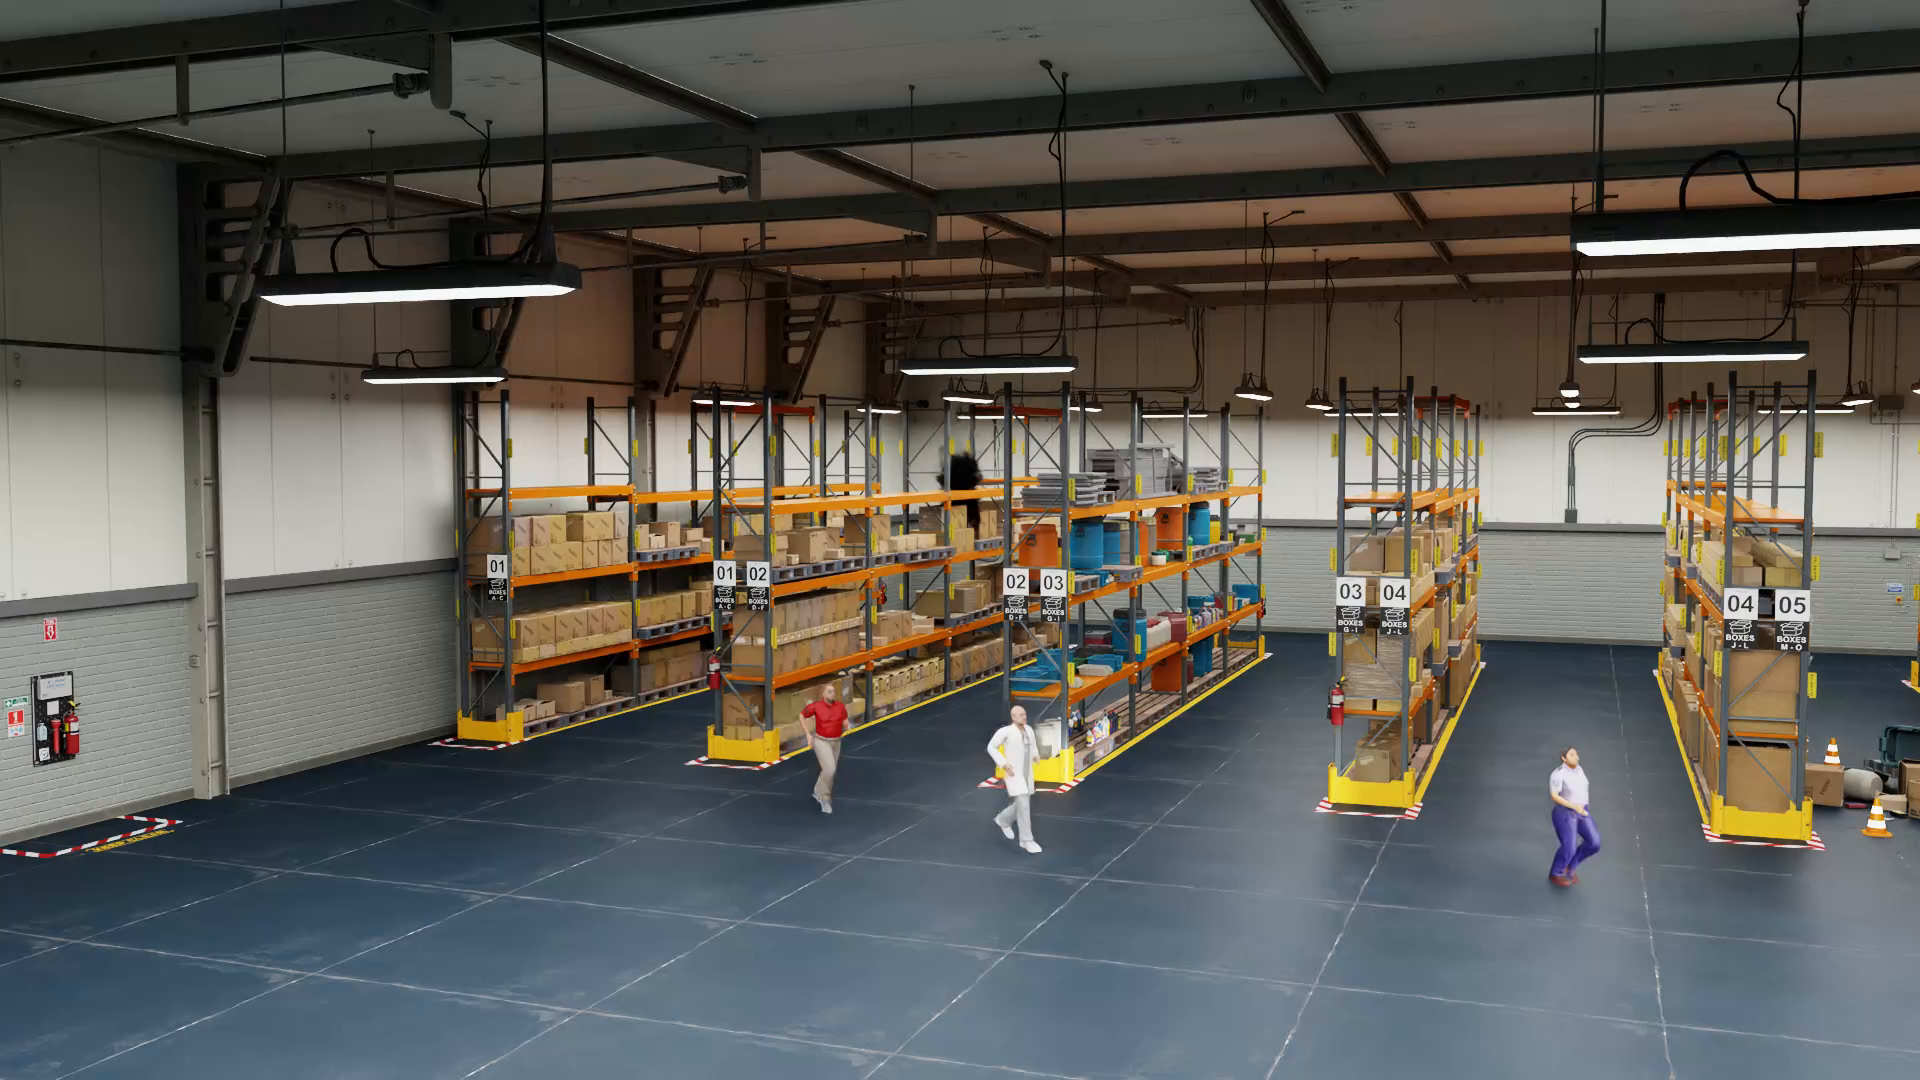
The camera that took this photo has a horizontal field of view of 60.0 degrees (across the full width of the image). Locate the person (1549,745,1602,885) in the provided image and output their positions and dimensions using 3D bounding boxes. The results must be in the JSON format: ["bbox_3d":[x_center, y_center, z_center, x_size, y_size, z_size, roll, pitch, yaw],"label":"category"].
[{"bbox_3d":[7.010,3.156,18.999,0.618,1.596,0.570,-2,4,-28],"label":"person"}]

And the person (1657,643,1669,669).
[{"bbox_3d":[16.206,2.135,37.482,0.846,1.664,0.599,1,3,9],"label":"person"}]

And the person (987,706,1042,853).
[{"bbox_3d":[0.709,2.966,20.851,0.716,1.784,0.899,-3,4,-42],"label":"person"}]

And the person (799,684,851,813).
[{"bbox_3d":[-1.824,2.892,23.105,0.644,1.797,0.787,-3,4,-41],"label":"person"}]
